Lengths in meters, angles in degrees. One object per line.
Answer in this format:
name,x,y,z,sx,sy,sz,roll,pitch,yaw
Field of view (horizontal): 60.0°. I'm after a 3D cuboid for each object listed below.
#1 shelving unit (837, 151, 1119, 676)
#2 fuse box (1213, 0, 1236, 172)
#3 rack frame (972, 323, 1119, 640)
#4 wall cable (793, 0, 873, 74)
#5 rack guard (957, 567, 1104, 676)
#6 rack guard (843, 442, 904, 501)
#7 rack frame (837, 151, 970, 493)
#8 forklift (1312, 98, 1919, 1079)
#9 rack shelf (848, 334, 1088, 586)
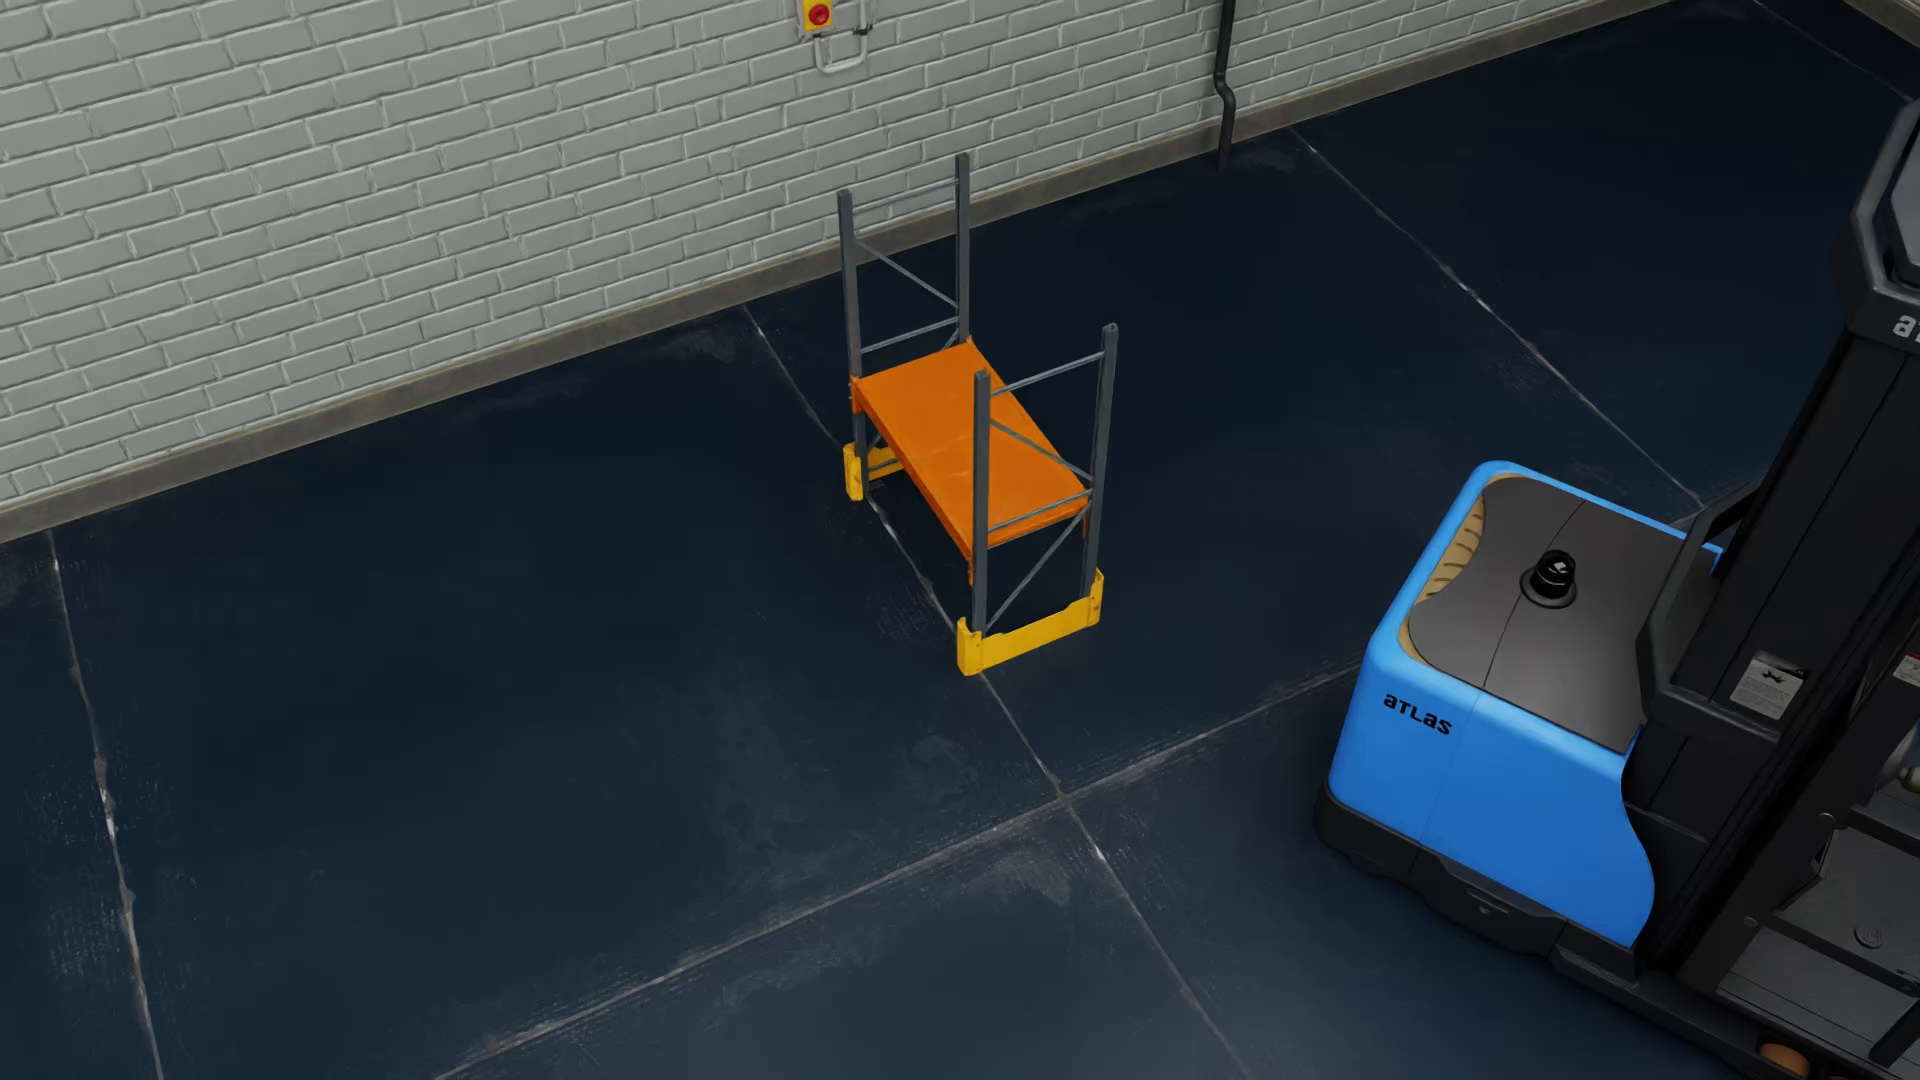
shelving unit,0.035,-0.443,6.033,0.587,1.500,1.083,-21,52,-18
fuse box,1.333,-2.395,7.601,0.539,1.711,0.414,-21,52,-18
rack frame,0.272,-0.096,5.731,0.500,1.500,0.032,-21,52,-18
wall cable,-0.602,-2.538,6.174,0.585,1.953,0.123,-21,52,-18
rack guard,0.263,0.302,6.212,0.587,0.250,0.087,-21,52,-18
rack guard,-0.193,-0.365,6.795,0.587,0.250,0.087,-21,52,-18
rack frame,-0.194,-0.777,6.326,0.500,1.500,0.032,-21,52,-18
forklift,2.723,0.364,4.377,3.031,2.935,1.130,26,54,21
rack shelf,0.039,-0.318,6.164,0.538,0.185,1.000,-21,52,-18
